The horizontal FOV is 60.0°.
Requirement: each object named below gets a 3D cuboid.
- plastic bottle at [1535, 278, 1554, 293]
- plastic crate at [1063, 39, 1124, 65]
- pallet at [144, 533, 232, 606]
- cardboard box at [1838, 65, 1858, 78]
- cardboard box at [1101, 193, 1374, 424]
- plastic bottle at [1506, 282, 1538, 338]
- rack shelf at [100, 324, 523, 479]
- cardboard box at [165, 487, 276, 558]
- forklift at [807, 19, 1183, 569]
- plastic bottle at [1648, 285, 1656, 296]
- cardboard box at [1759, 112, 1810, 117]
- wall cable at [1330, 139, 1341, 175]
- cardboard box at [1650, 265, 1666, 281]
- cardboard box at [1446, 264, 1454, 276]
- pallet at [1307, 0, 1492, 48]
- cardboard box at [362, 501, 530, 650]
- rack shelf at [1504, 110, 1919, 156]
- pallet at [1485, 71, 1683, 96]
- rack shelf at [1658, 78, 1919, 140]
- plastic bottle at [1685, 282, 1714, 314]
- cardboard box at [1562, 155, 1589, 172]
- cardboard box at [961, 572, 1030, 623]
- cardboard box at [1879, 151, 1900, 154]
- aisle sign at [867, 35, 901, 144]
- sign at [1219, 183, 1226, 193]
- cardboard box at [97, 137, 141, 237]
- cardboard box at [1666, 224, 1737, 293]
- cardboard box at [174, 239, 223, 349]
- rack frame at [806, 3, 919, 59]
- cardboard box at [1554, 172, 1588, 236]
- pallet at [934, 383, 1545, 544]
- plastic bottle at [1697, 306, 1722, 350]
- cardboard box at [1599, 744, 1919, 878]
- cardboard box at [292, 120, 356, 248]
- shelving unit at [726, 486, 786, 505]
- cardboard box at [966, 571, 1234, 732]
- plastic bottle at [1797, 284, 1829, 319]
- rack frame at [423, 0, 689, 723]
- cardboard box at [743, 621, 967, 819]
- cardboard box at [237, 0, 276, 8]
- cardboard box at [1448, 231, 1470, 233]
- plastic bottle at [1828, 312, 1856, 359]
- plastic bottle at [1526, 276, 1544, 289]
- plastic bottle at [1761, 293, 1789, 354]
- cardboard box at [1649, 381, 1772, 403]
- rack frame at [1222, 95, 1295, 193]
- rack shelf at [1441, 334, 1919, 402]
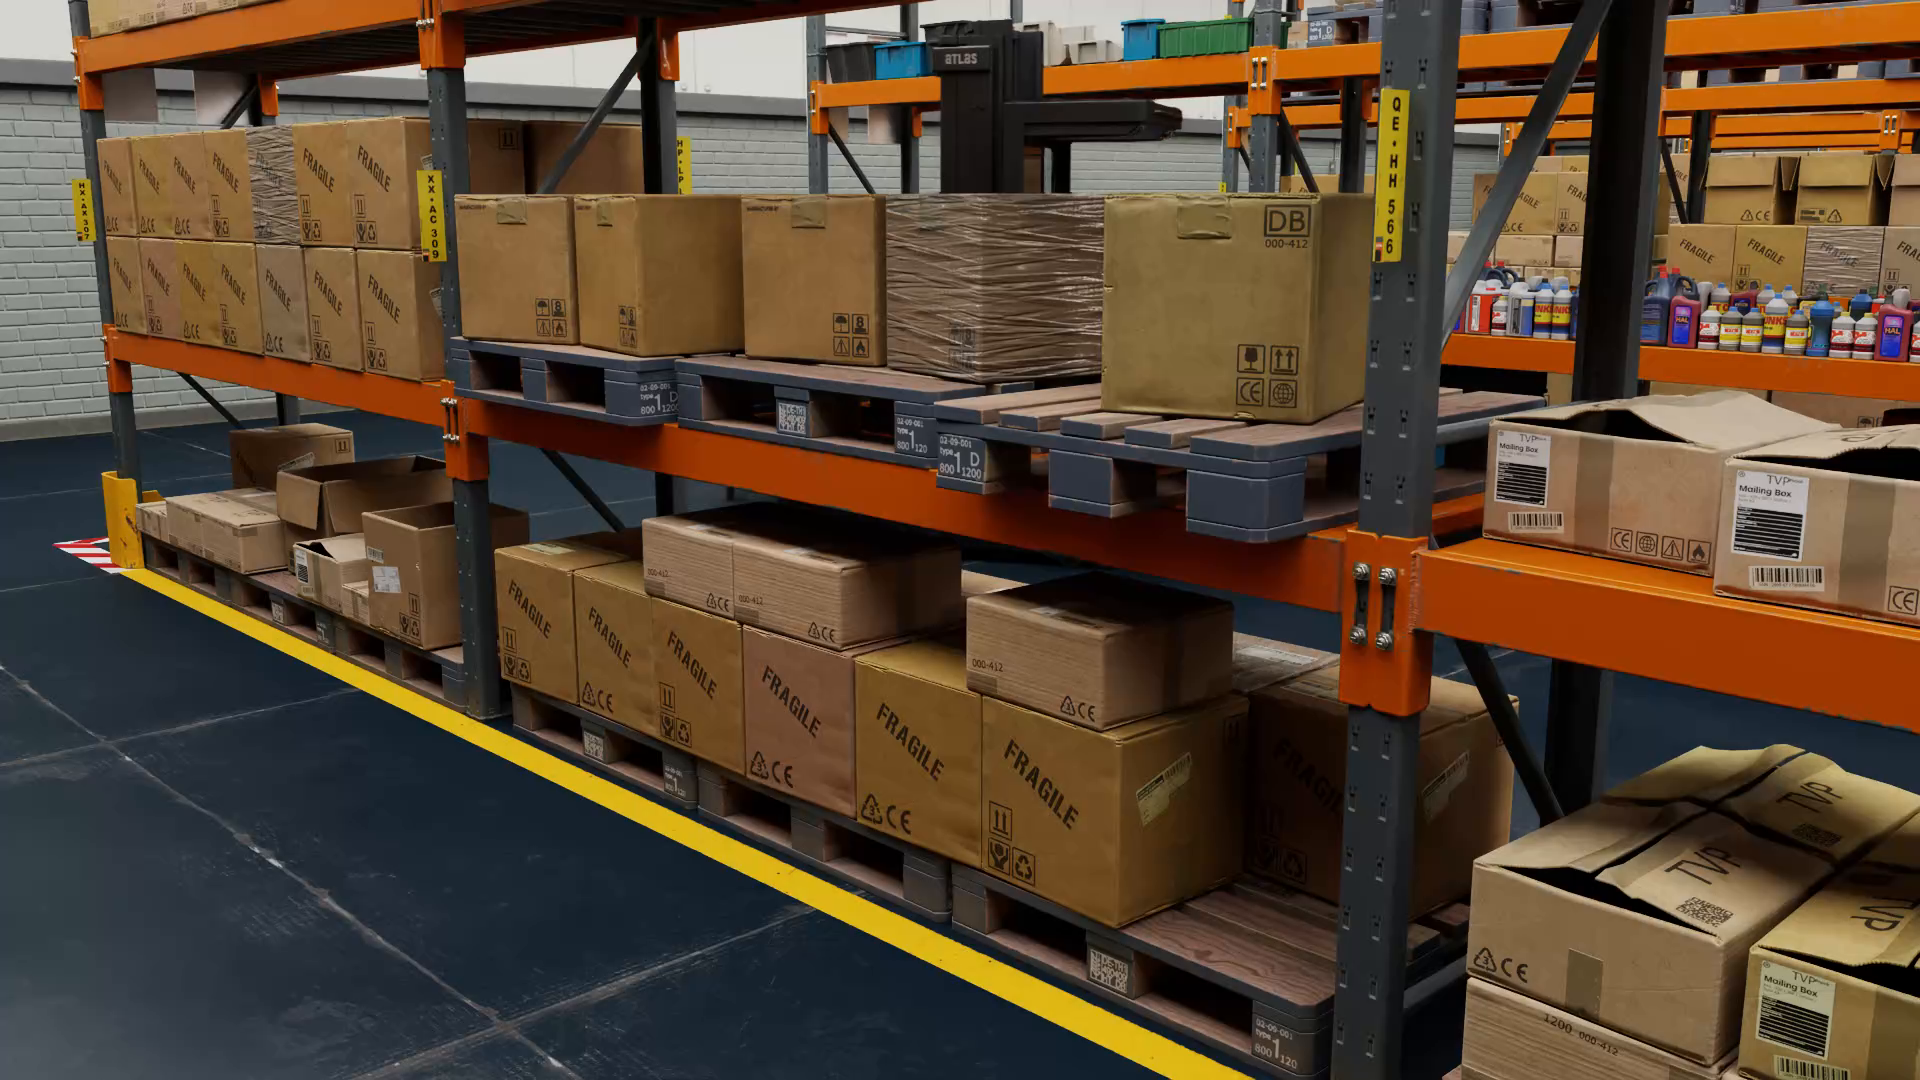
[{"bbox_3d":[3.168,-1.284,9.028,0.097,0.271,0.097,0,12,0],"label":"plastic bottle"},{"bbox_3d":[0.892,-2.999,10.252,0.293,0.136,0.466,-11,16,-43],"label":"plastic crate"},{"bbox_3d":[-3.698,0.073,9.034,1.003,0.211,1.213,-11,16,-43],"label":"pallet"},{"bbox_3d":[8.783,-4.565,16.335,0.500,0.250,0.500,11,16,42],"label":"cardboard box"},{"bbox_3d":[0.707,-0.583,4.021,0.500,0.500,0.700,6,13,26],"label":"cardboard box"},{"bbox_3d":[2.890,-1.176,8.491,0.152,0.276,0.135,-11,16,-43],"label":"plastic bottle"},{"bbox_3d":[-2.920,-0.776,8.026,1.077,0.370,4.000,-11,16,-43],"label":"rack shelf"},{"bbox_3d":[-3.786,-0.097,8.672,0.500,0.250,0.500,-11,16,-43],"label":"cardboard box"},{"bbox_3d":[0.686,-1.396,9.424,3.031,2.935,1.130,4,12,17],"label":"forklift"},{"bbox_3d":[3.408,-1.099,8.099,0.061,0.283,0.133,-11,16,-43],"label":"plastic bottle"},{"bbox_3d":[8.415,-4.397,16.757,0.500,0.250,0.500,-11,16,-43],"label":"cardboard box"},{"bbox_3d":[6.122,-5.514,26.644,0.585,1.953,0.123,-11,16,-43],"label":"wall cable"},{"bbox_3d":[5.664,-2.183,13.695,0.380,0.149,0.250,-11,16,-42],"label":"cardboard box"},{"bbox_3d":[4.293,-2.279,14.164,0.380,0.149,0.250,-11,16,-43],"label":"cardboard box"},{"bbox_3d":[2.658,-2.802,9.112,1.213,0.211,1.003,-11,16,-43],"label":"pallet"},{"bbox_3d":[-2.138,0.129,6.956,0.500,0.500,0.500,-11,16,-43],"label":"cardboard box"},{"bbox_3d":[7.904,-4.301,17.705,1.077,0.370,4.000,-11,16,-43],"label":"rack shelf"},{"bbox_3d":[5.071,-3.763,13.528,1.003,0.211,1.213,-11,16,-43],"label":"pallet"},{"bbox_3d":[7.009,-3.041,11.588,1.077,0.370,4.000,-11,16,-43],"label":"rack shelf"},{"bbox_3d":[3.785,-1.192,8.571,0.152,0.276,0.135,-11,16,-43],"label":"plastic bottle"},{"bbox_3d":[6.994,-3.985,18.360,0.500,0.500,0.500,-10,15,-41],"label":"cardboard box"},{"bbox_3d":[0.043,0.425,5.519,0.500,0.500,0.500,11,16,43],"label":"cardboard box"},{"bbox_3d":[9.150,-3.677,16.861,0.500,0.500,0.500,-10,16,-41],"label":"cardboard box"},{"bbox_3d":[-0.554,-3.434,12.705,0.394,0.787,0.004,-11,16,-43],"label":"aisle sign"},{"bbox_3d":[2.460,-3.186,15.602,0.100,0.325,0.005,-11,16,-43],"label":"sign"},{"bbox_3d":[-4.186,-1.857,8.767,0.500,0.500,0.500,-10,15,-41],"label":"cardboard box"},{"bbox_3d":[5.765,-2.163,12.730,0.500,0.500,0.500,-11,16,-42],"label":"cardboard box"},{"bbox_3d":[-3.481,-1.219,8.148,0.500,0.500,0.500,-11,16,-43],"label":"cardboard box"},{"bbox_3d":[-0.716,-5.048,12.113,1.000,3.000,0.127,-11,16,-43],"label":"rack frame"},{"bbox_3d":[5.117,-2.686,13.289,0.500,0.500,0.500,-10,15,-41],"label":"cardboard box"},{"bbox_3d":[0.704,-0.248,4.155,1.213,0.211,1.003,-11,16,-43],"label":"pallet"},{"bbox_3d":[3.524,-0.997,7.809,0.097,0.201,0.097,0,12,0],"label":"plastic bottle"},{"bbox_3d":[1.763,0.656,3.677,0.500,0.311,0.500,-10,16,-41],"label":"cardboard box"},{"bbox_3d":[-2.431,-1.487,6.970,0.500,0.500,0.500,-11,16,-44],"label":"cardboard box"},{"bbox_3d":[-1.131,-0.753,10.779,0.538,1.125,1.048,-5,13,-25],"label":"shelving unit"},{"bbox_3d":[0.366,0.278,4.376,0.500,0.250,0.500,-10,15,-40],"label":"cardboard box"},{"bbox_3d":[4.205,-1.120,8.205,0.061,0.283,0.133,-11,16,-43],"label":"plastic bottle"},{"bbox_3d":[-1.539,-0.836,6.537,1.000,3.000,0.127,-11,16,-43],"label":"rack frame"},{"bbox_3d":[-0.317,0.501,5.149,0.500,0.500,0.500,11,16,43],"label":"cardboard box"},{"bbox_3d":[-2.757,-2.412,7.124,0.500,0.250,0.500,-11,16,-43],"label":"cardboard box"},{"bbox_3d":[4.457,-2.615,14.803,0.500,0.250,0.500,-11,16,-42],"label":"cardboard box"},{"bbox_3d":[3.927,-0.912,7.396,0.097,0.201,0.097,0,12,0],"label":"plastic bottle"},{"bbox_3d":[3.152,-1.326,9.221,0.152,0.276,0.135,-11,16,-43],"label":"plastic bottle"},{"bbox_3d":[3.726,-0.989,7.595,0.097,0.271,0.097,0,12,0],"label":"plastic bottle"},{"bbox_3d":[6.085,-1.291,12.967,1.225,0.875,0.875,-11,16,-42],"label":"cardboard box"},{"bbox_3d":[2.866,-2.800,16.068,1.000,3.000,0.127,-11,16,-43],"label":"rack frame"},{"bbox_3d":[3.427,-0.882,8.540,1.077,0.370,4.000,-11,16,-43],"label":"rack shelf"}]
